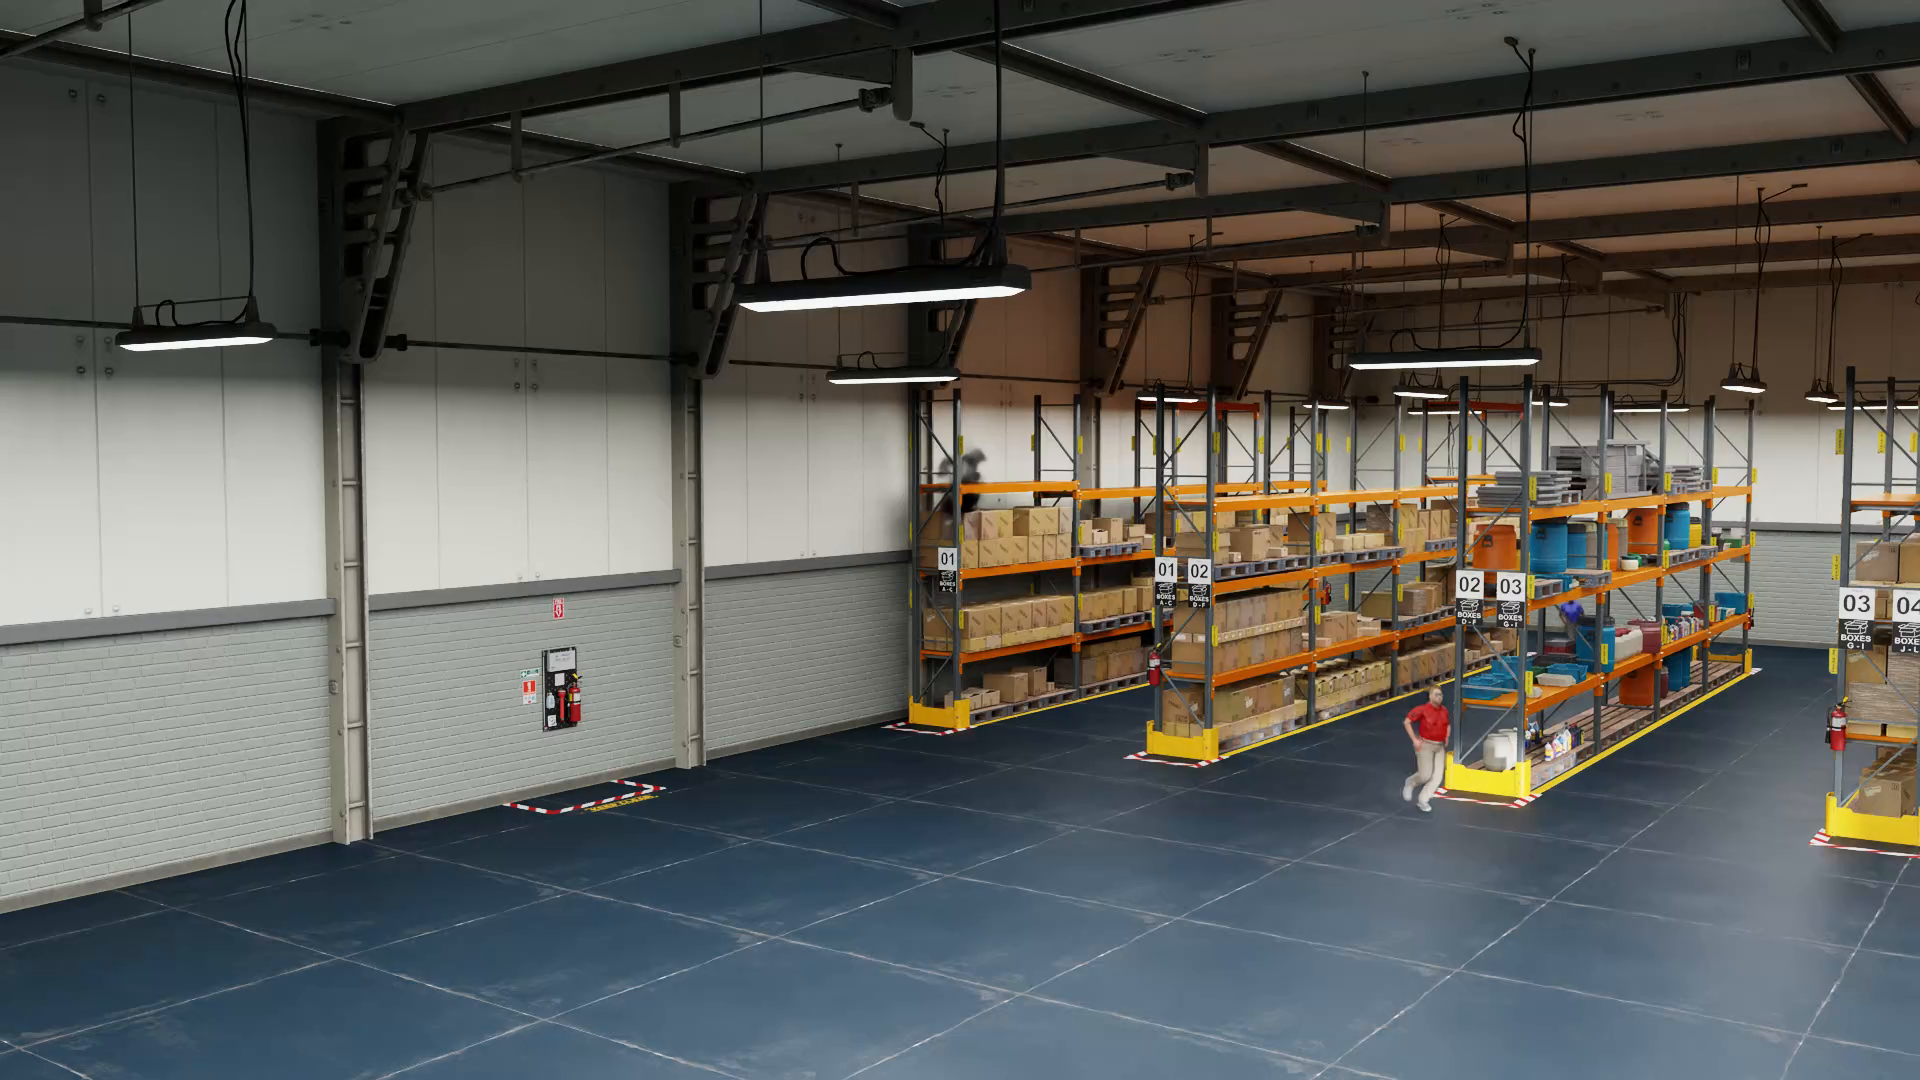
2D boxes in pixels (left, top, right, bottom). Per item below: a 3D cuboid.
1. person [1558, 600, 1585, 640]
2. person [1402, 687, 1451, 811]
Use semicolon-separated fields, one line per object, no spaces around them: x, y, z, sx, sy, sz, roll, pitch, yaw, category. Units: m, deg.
14.072;2.018;38.256;0.582;1.650;0.650;1;3;18;person
6.483;2.867;22.976;0.717;1.670;0.578;-1;3;-21;person
